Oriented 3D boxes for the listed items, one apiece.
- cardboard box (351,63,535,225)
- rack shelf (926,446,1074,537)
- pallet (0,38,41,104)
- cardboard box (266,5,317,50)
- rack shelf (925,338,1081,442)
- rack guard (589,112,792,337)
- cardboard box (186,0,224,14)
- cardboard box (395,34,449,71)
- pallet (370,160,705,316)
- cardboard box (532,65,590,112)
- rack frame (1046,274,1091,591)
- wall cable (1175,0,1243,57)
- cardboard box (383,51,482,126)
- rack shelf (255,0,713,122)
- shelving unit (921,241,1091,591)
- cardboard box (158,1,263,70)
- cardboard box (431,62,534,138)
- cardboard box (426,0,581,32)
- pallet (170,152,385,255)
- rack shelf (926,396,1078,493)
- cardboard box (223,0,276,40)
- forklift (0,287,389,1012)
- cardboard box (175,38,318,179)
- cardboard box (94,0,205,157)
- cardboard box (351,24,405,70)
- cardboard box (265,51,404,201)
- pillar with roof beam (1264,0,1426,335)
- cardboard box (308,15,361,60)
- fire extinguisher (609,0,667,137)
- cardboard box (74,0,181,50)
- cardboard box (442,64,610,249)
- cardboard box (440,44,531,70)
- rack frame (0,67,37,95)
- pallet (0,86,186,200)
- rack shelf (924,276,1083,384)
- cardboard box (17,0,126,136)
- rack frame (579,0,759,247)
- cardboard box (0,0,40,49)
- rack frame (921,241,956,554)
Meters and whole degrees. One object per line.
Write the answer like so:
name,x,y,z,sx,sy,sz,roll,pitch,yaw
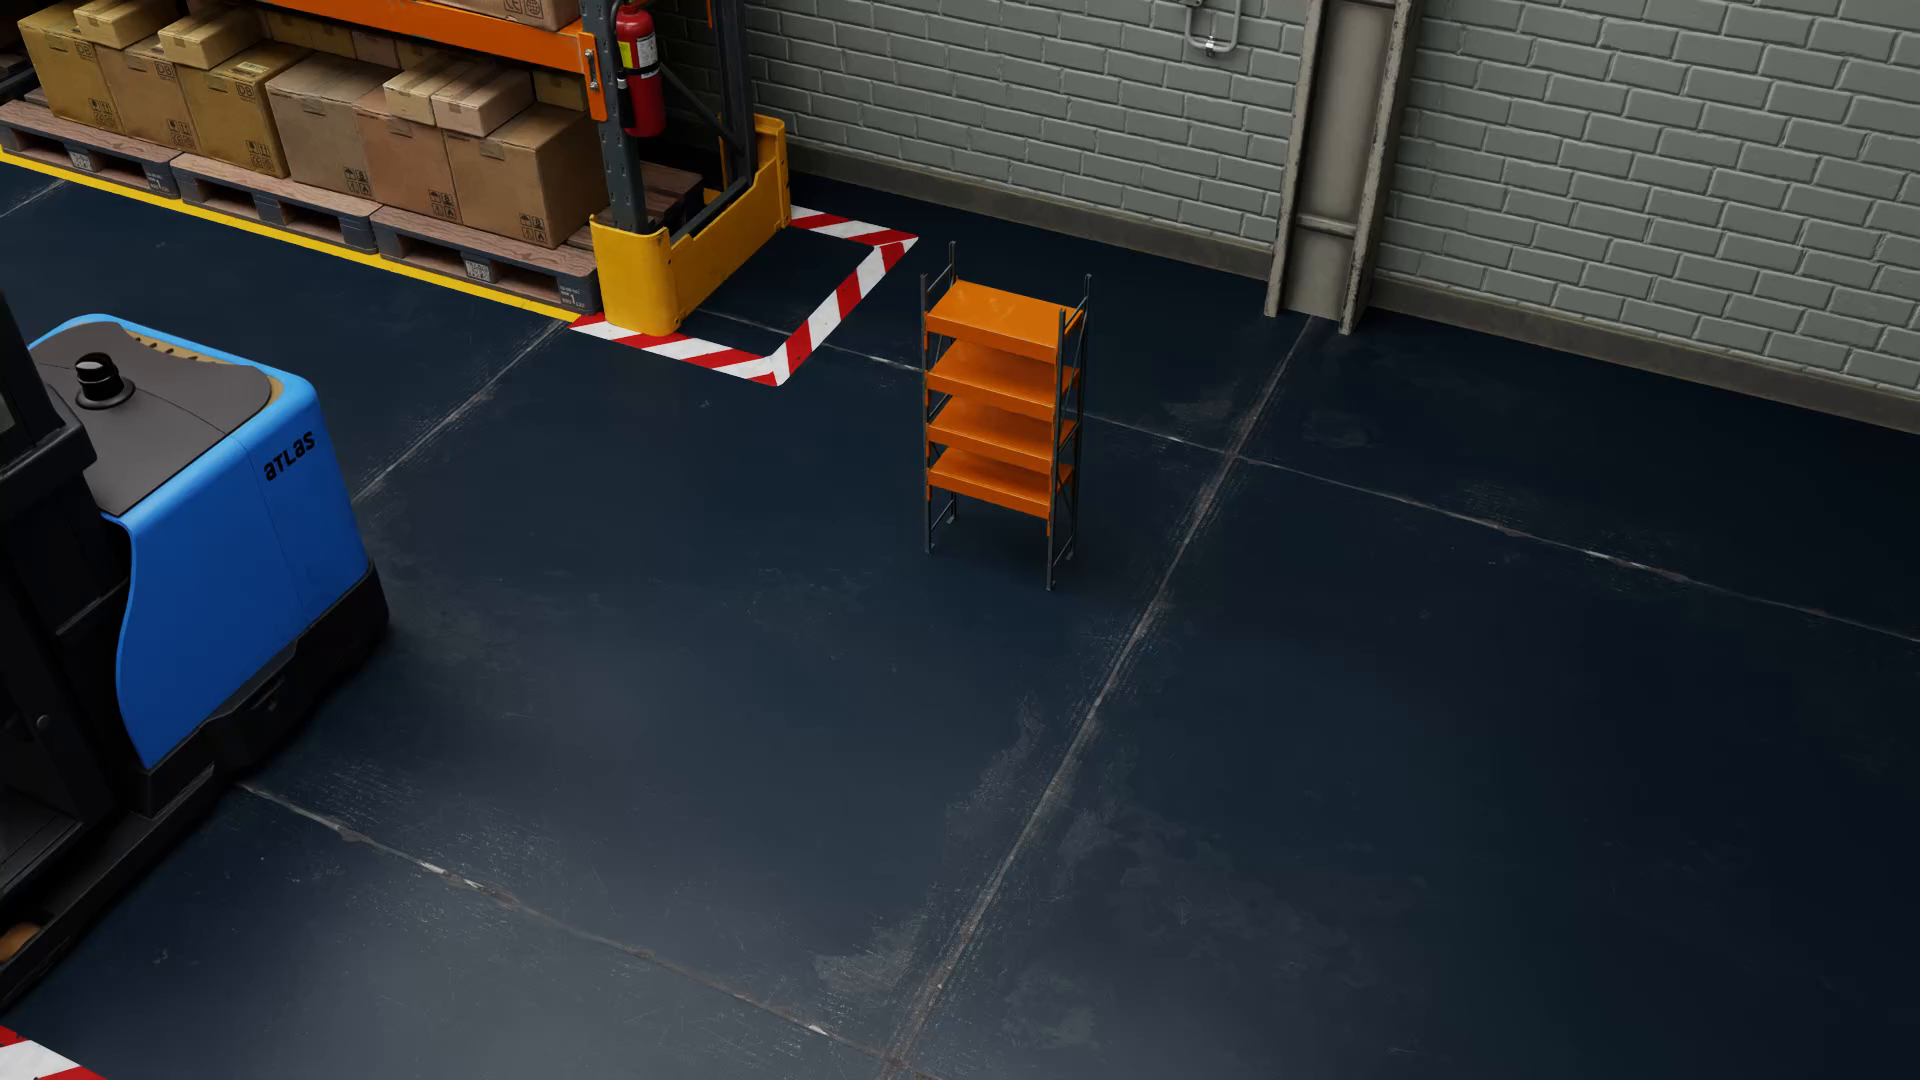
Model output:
cardboard box,-2.346,-1.896,7.735,0.500,0.500,0.700,17,44,19
rack shelf,0.150,-0.207,5.978,0.480,0.148,0.258,17,44,19
pallet,-5.572,-2.632,9.125,1.213,0.211,1.003,17,44,19
cardboard box,-3.073,-2.507,7.945,0.250,0.149,0.380,16,43,18
rack shelf,0.150,-0.526,5.702,0.480,0.148,0.258,17,44,19
rack guard,-1.194,-1.458,7.550,0.348,0.500,1.175,17,44,19
cardboard box,-3.536,-2.649,8.108,0.250,0.149,0.380,16,43,17
cardboard box,-2.380,-2.296,7.701,0.250,0.149,0.380,17,44,19
pallet,-1.973,-1.530,7.854,1.213,0.211,1.003,17,44,19
cardboard box,-1.694,-2.087,7.460,0.250,0.149,0.380,17,44,19
rack frame,0.371,-0.340,5.726,0.015,1.200,0.240,17,44,19
wall cable,0.345,-3.000,6.645,1.851,1.984,0.084,17,44,19
cardboard box,-2.318,-2.000,7.360,0.250,0.149,0.380,18,44,20
rack shelf,-3.028,-2.691,7.614,4.000,0.370,1.077,17,44,19
shelving unit,0.150,-0.408,5.804,0.503,1.200,0.258,17,44,19
cardboard box,-3.500,-2.360,7.776,0.250,0.149,0.380,16,43,17
cardboard box,-2.086,-1.930,7.279,0.250,0.149,0.380,16,44,18
cardboard box,-1.682,-2.658,6.797,0.700,0.700,0.980,19,44,21
pallet,-3.075,-1.869,8.245,1.213,0.211,1.003,17,44,19
rack shelf,0.150,-0.357,5.848,0.480,0.148,0.258,17,44,19
cardboard box,-3.308,-2.578,8.027,0.250,0.149,0.380,17,44,19
forklift,-3.087,-0.058,4.079,1.130,2.935,3.031,17,44,19
cardboard box,-3.288,-2.178,8.061,0.500,0.500,0.700,18,44,20
cardboard box,-3.752,-2.322,8.226,0.500,0.500,0.700,17,44,18
cardboard box,-2.611,-2.366,7.782,0.250,0.149,0.380,18,44,19
cardboard box,-2.802,-2.035,7.895,0.500,0.500,0.700,16,43,17
pillar with roof beam,-0.223,-1.886,1.556,0.400,9.000,9.100,17,44,19
cardboard box,-2.844,-2.437,7.864,0.250,0.149,0.380,17,44,19
fire extinguisher,-1.274,-1.923,6.522,0.183,0.674,0.296,17,44,19
cardboard box,-3.973,-2.505,7.942,0.250,0.149,0.380,18,44,20
cardboard box,-1.892,-1.757,7.575,0.500,0.500,0.700,17,44,19
cardboard box,-2.154,-2.226,7.621,0.250,0.149,0.380,17,44,19
rack frame,-4.841,-3.517,8.017,0.127,3.000,1.000,17,44,19
pallet,-4.185,-2.206,8.634,1.213,0.211,1.003,17,44,19
rack shelf,0.150,-0.704,5.547,0.480,0.148,0.258,17,44,19
cardboard box,-4.206,-2.463,8.389,0.500,0.500,0.700,18,44,19
rack frame,-1.216,-2.409,6.739,0.127,3.000,1.000,17,44,19
cardboard box,-5.485,-2.966,8.702,0.750,0.750,0.750,17,44,19
rack frame,-0.071,-0.475,5.882,0.015,1.200,0.240,17,44,19
